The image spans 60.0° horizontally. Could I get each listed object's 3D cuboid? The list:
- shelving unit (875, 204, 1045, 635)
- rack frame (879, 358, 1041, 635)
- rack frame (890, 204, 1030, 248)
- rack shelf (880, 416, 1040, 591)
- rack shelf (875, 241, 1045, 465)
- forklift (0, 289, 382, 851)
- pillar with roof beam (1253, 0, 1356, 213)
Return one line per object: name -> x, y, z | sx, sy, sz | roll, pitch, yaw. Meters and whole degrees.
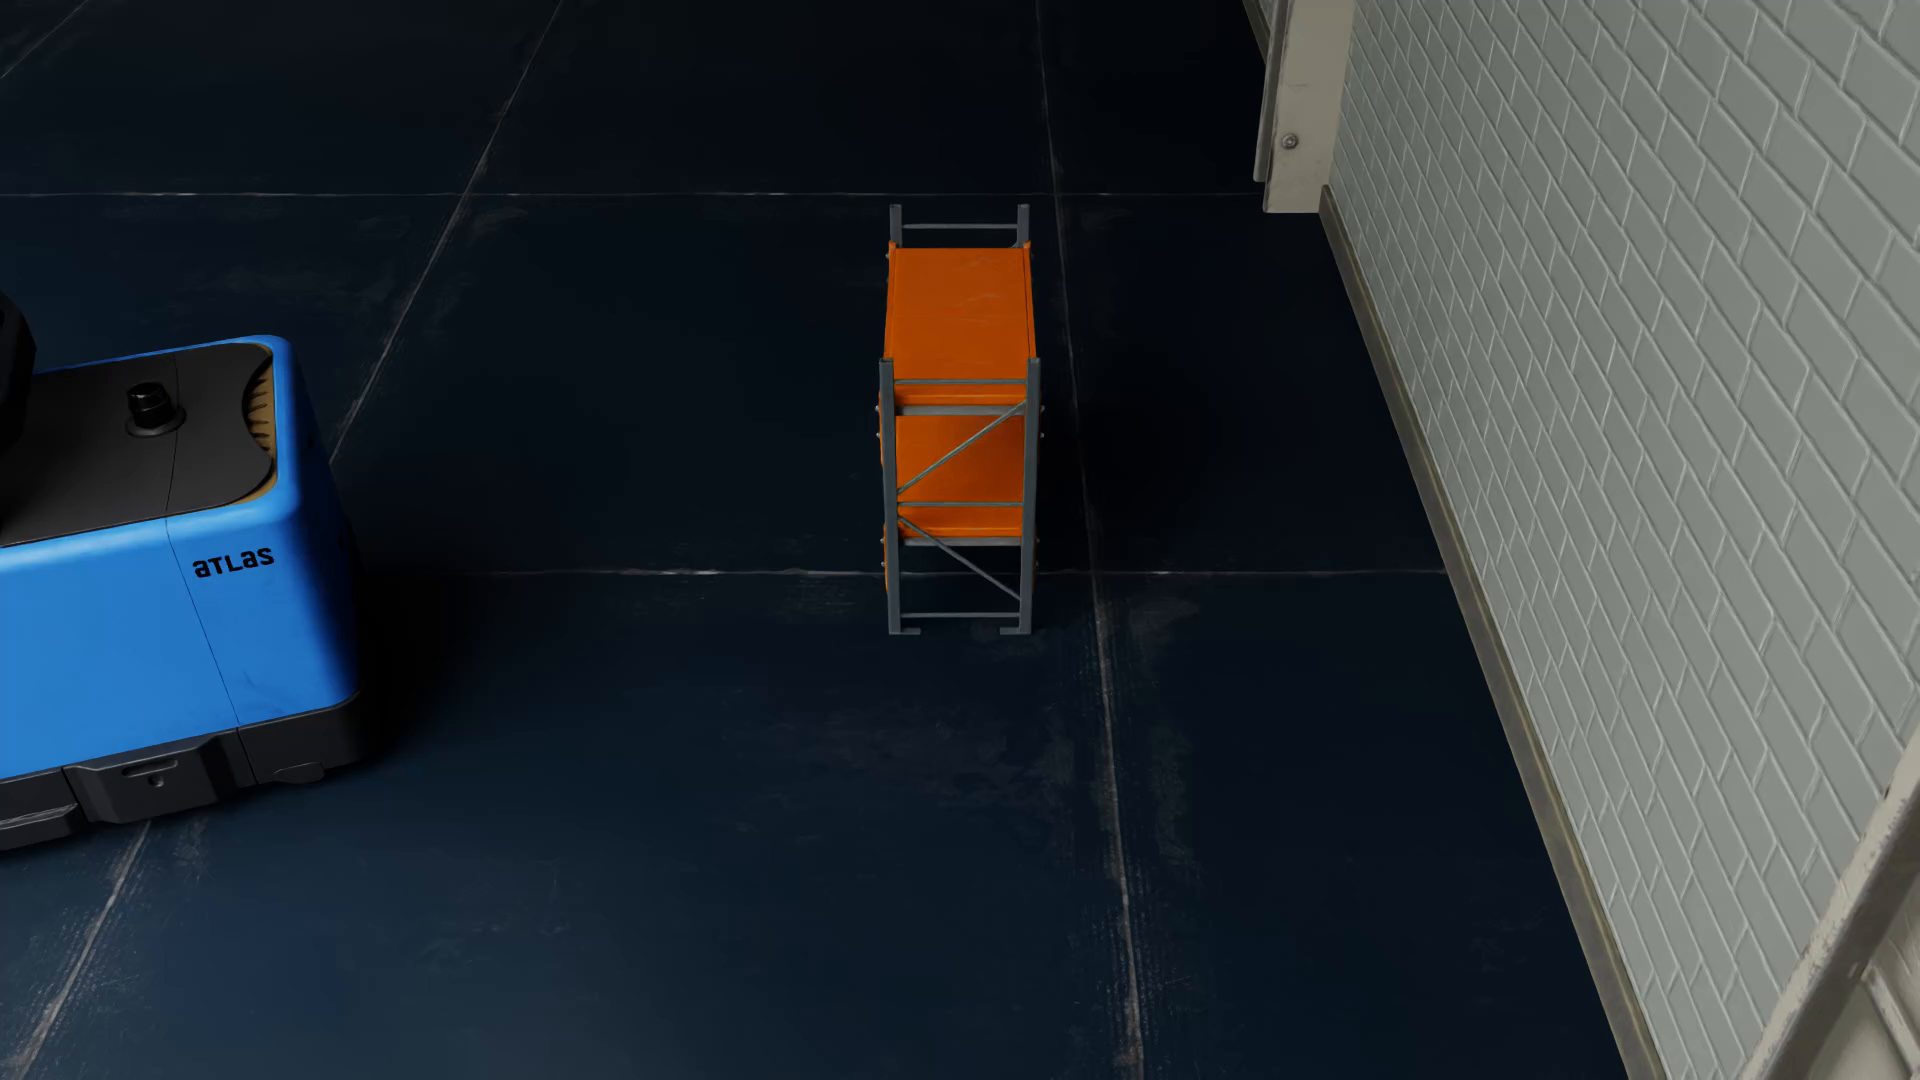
shelving unit -> 0.000, -0.435, 5.893 | 0.538, 1.125, 1.048 | 0, 39, 0
rack frame -> 0.001, -0.117, 5.496 | 0.500, 1.125, 0.032 | 0, 39, 0
rack frame -> -0.001, -0.753, 6.290 | 0.500, 1.125, 0.032 | 0, 39, 0
rack shelf -> 0.000, -0.244, 6.046 | 0.538, 0.278, 1.000 | 0, 39, 0
rack shelf -> 0.000, -0.663, 5.710 | 0.538, 0.278, 1.000 | 0, 39, 0
forklift -> -3.432, -0.404, 4.410 | 3.031, 2.935, 1.130 | -12, 40, -15
pillar with roof beam -> -2.637, -5.265, 5.624 | 9.100, 9.000, 0.400 | 0, 39, 0
